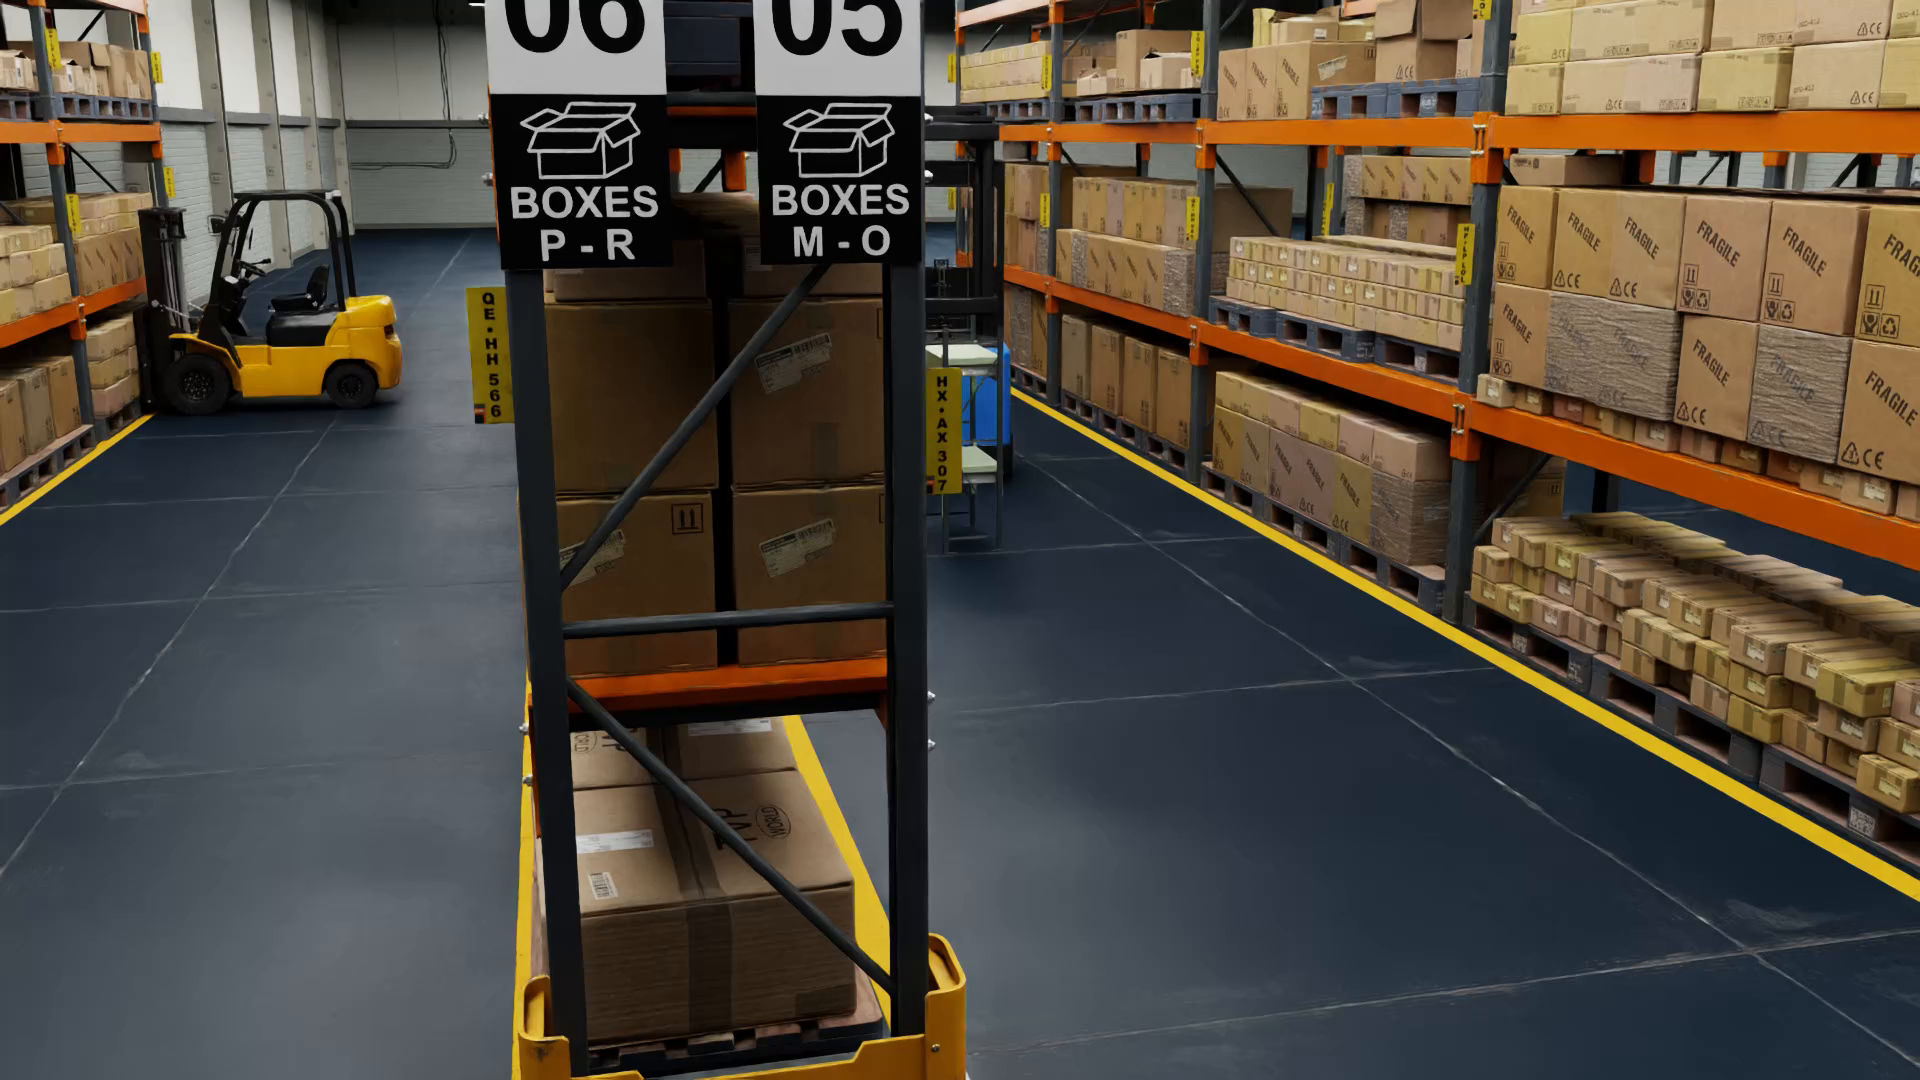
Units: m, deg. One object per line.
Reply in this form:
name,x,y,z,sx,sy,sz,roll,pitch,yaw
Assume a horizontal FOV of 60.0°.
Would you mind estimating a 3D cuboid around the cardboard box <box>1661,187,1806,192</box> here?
cardboard box,3.764,-1.477,8.210,0.500,0.500,0.500,-4,14,-15

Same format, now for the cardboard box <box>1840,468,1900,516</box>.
cardboard box,3.674,-0.200,6.453,0.380,0.149,0.250,-3,14,-12

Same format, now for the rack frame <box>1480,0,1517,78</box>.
rack frame,3.264,-3.925,8.533,1.000,3.000,0.127,-3,14,-13

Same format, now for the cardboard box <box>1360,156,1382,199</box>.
cardboard box,5.265,-4.453,20.391,0.500,0.500,0.500,-3,14,-13

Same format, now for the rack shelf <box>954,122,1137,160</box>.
rack shelf,0.915,-4.426,18.417,1.077,0.370,4.000,-3,14,-13

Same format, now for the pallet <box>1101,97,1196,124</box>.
pallet,1.856,-3.703,14.340,1.003,0.211,1.213,-3,14,-11

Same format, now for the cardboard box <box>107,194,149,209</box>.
cardboard box,-8.702,-3.526,17.334,0.380,0.149,0.250,-3,14,-12

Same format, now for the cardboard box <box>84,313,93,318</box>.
cardboard box,-8.896,-2.086,16.445,0.500,0.250,0.500,-4,14,-14

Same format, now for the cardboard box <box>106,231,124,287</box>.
cardboard box,-8.336,-2.681,15.871,0.500,0.500,0.500,-3,14,-14

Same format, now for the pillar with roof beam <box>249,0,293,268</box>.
pillar with roof beam,-9.922,-10.298,34.619,9.100,9.000,0.400,-3,14,-13

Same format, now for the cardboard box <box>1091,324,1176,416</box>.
cardboard box,1.841,-1.607,15.539,1.050,0.750,0.750,-3,14,-13

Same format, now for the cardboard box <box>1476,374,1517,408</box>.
cardboard box,3.012,-0.805,8.933,0.380,0.149,0.250,-3,14,-11

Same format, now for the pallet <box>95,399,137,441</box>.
pallet,-8.373,-1.111,15.530,1.003,0.211,1.213,-3,14,-13

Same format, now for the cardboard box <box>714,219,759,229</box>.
cardboard box,-0.559,-0.918,5.181,0.380,0.149,0.250,-4,14,-15

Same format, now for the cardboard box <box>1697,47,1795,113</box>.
cardboard box,3.465,-1.917,6.948,0.500,0.250,0.500,-3,14,-11

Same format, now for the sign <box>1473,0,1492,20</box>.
sign,2.725,-2.879,8.651,0.100,0.325,0.005,-3,14,-13

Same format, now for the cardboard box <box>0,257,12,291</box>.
cardboard box,-7.521,-1.997,12.542,0.500,0.250,0.500,-3,14,-12

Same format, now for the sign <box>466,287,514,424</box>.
sign,-1.115,-0.440,3.967,0.100,0.325,0.005,-3,14,-13

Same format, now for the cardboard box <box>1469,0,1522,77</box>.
cardboard box,3.282,-2.814,9.210,0.700,0.500,0.500,-3,14,-13

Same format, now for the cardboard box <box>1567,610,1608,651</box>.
cardboard box,3.316,0.443,8.414,0.380,0.149,0.250,-4,14,-14

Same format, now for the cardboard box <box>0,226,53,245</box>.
cardboard box,-7.931,-2.577,14.078,0.380,0.149,0.250,-3,14,-11

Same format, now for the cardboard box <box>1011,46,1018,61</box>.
cardboard box,0.750,-5.132,17.546,0.380,0.149,0.250,-3,14,-13

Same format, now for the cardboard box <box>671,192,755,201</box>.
cardboard box,-1.142,-1.508,7.595,0.380,0.149,0.250,-4,14,-14

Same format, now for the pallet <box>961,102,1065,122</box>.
pallet,0.630,-5.023,19.532,1.003,0.211,1.213,-3,14,-13

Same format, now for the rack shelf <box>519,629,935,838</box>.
rack shelf,-1.054,0.099,6.217,1.077,0.370,4.000,-3,14,-13

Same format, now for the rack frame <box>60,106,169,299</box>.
rack frame,-9.166,-3.203,18.215,1.000,3.000,0.127,-3,14,-13

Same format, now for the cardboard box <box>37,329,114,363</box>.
cardboard box,-8.036,-1.763,15.124,0.500,0.250,0.500,-4,14,-14

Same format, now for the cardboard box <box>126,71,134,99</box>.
cardboard box,-8.617,-4.614,16.861,0.396,0.266,0.258,-3,14,-13

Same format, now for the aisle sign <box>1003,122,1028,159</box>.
aisle sign,0.720,-5.075,20.403,0.394,0.787,0.004,-3,14,-13

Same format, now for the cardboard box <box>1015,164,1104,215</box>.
cardboard box,1.096,-3.794,18.043,0.875,0.550,0.550,-3,14,-13

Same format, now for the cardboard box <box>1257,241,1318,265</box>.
cardboard box,2.363,-2.069,11.965,0.380,0.149,0.250,-3,14,-13

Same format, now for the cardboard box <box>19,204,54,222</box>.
cardboard box,-8.180,-2.932,14.905,0.380,0.149,0.250,-3,14,-12

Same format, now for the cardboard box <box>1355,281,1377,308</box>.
cardboard box,2.731,-1.559,10.507,0.380,0.149,0.250,-4,14,-16

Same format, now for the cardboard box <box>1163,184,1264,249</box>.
cardboard box,2.108,-2.689,13.795,0.700,0.500,0.500,-3,14,-14

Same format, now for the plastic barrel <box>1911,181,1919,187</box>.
plastic barrel,10.840,-3.523,18.472,0.600,0.901,0.708,-3,14,-13

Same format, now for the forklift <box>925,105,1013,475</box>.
forklift,-0.183,-2.227,14.368,1.130,2.935,3.031,-1,14,-3

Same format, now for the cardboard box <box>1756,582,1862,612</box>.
cardboard box,3.930,0.309,7.712,0.380,0.149,0.250,-3,14,-13

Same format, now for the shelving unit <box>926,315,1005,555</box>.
shelving unit,-0.002,-0.730,11.255,0.431,1.500,0.755,-3,14,-13

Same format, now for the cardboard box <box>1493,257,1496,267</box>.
cardboard box,3.433,-1.679,10.372,0.380,0.149,0.250,-3,14,-14

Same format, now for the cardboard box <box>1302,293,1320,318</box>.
cardboard box,2.546,-1.595,11.282,0.380,0.149,0.250,-3,14,-12

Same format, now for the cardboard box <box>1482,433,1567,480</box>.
cardboard box,3.347,-0.550,10.161,0.500,0.250,0.500,-4,14,-16

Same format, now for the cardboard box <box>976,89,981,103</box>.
cardboard box,0.393,-5.095,19.075,0.380,0.149,0.250,-3,14,-13

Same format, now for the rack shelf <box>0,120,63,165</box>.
rack shelf,-7.757,-2.926,12.279,1.077,0.370,4.000,-3,14,-13

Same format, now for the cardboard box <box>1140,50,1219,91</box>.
cardboard box,1.787,-3.825,13.533,0.500,0.311,0.500,-3,14,-13

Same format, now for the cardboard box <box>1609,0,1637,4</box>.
cardboard box,3.259,-2.569,7.726,0.380,0.149,0.250,-4,14,-15

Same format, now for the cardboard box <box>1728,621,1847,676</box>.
cardboard box,3.529,0.460,7.094,0.380,0.149,0.250,-3,14,-11

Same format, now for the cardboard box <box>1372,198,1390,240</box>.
cardboard box,5.627,-3.988,20.595,0.875,0.500,0.500,-3,14,-13

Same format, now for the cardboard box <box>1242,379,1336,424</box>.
cardboard box,2.370,-0.998,11.995,0.500,0.250,0.500,-3,14,-14

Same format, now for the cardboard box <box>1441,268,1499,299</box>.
cardboard box,2.980,-1.464,9.489,0.380,0.149,0.250,-3,14,-11

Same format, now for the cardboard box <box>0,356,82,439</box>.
cardboard box,-8.094,-1.210,14.180,0.875,0.625,0.625,-3,14,-11

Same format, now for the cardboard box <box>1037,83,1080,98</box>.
cardboard box,0.988,-4.510,16.682,0.380,0.149,0.250,-3,14,-13

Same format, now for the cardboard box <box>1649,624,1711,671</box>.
cardboard box,3.410,0.482,7.631,0.380,0.149,0.250,-3,14,-13

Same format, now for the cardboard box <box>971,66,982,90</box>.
cardboard box,0.430,-5.318,19.147,0.500,0.250,0.500,-3,14,-14

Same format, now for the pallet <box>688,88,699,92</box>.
pallet,-1.787,-2.285,8.541,0.805,0.209,1.217,-4,14,-15
